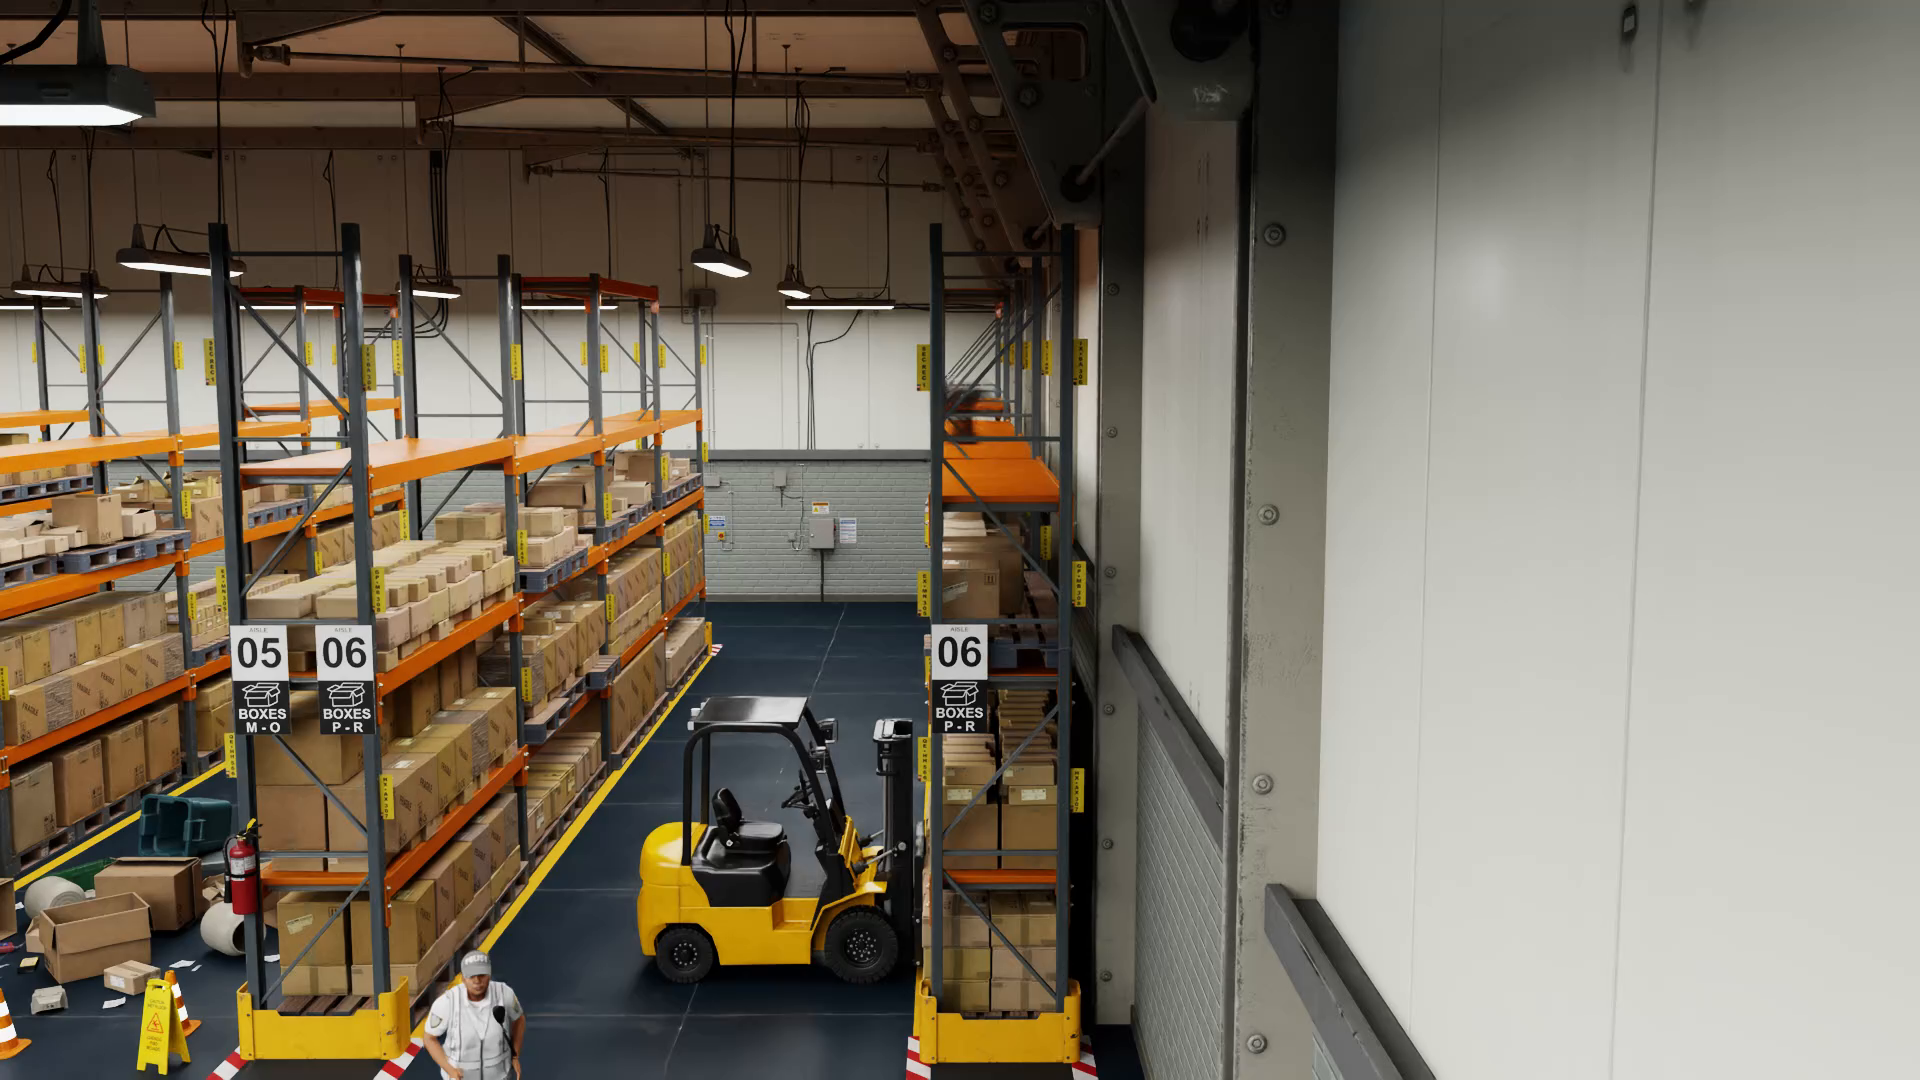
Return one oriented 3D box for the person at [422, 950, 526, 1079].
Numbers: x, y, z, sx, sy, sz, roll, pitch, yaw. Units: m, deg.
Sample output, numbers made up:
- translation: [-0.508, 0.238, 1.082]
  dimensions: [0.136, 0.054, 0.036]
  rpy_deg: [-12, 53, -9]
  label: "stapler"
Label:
- translation: [-2.929, 3.216, 10.063]
  dimensions: [0.608, 1.612, 0.652]
  rpy_deg: [-3, 7, -24]
  label: "person"
